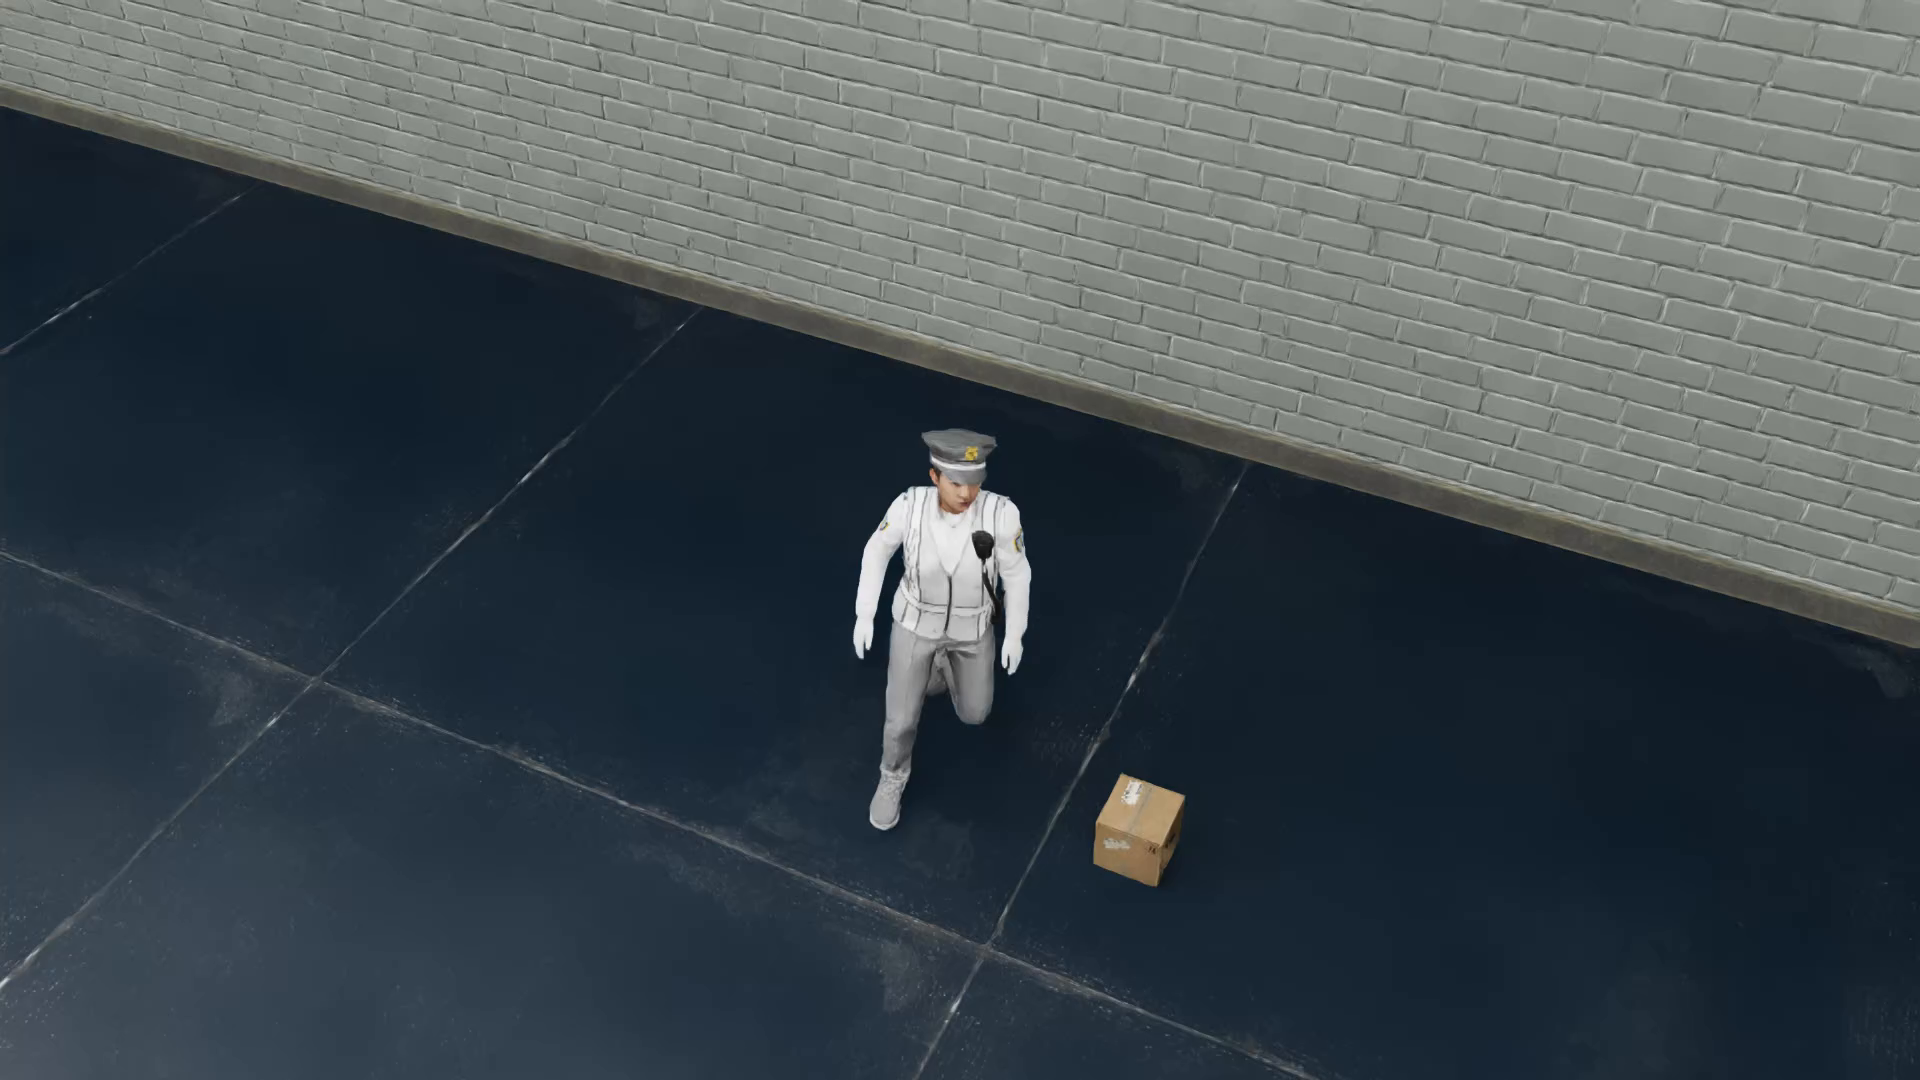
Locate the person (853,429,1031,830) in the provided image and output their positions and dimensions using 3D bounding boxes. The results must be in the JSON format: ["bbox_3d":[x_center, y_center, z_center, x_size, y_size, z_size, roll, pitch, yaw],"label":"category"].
[{"bbox_3d":[-0.066,0.252,5.894,0.624,1.640,0.678,-1,42,-1],"label":"person"}]
